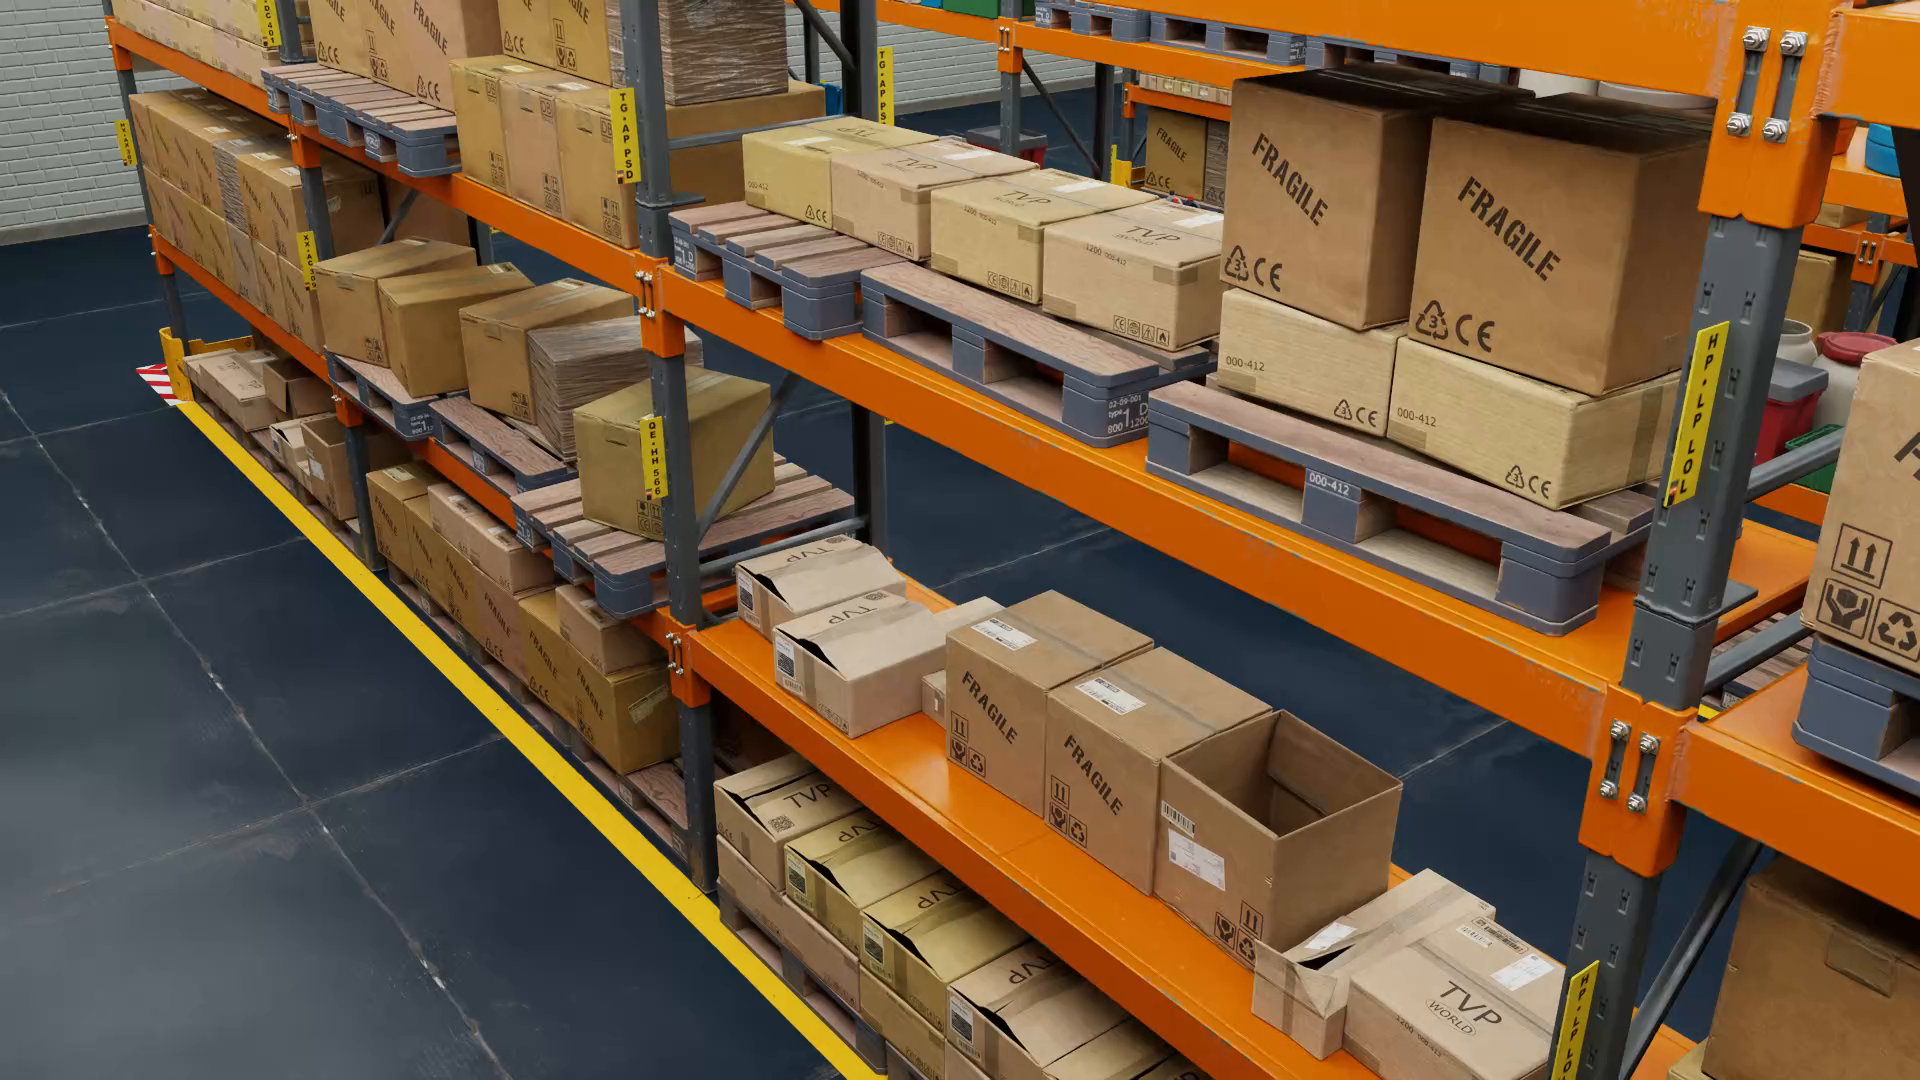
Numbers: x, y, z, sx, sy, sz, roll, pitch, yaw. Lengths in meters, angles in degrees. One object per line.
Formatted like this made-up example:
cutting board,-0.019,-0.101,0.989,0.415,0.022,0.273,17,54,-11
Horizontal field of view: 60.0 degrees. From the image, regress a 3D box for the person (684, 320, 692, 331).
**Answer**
person,-2.309,-2.072,13.131,0.410,1.440,0.938,-9,27,-19
